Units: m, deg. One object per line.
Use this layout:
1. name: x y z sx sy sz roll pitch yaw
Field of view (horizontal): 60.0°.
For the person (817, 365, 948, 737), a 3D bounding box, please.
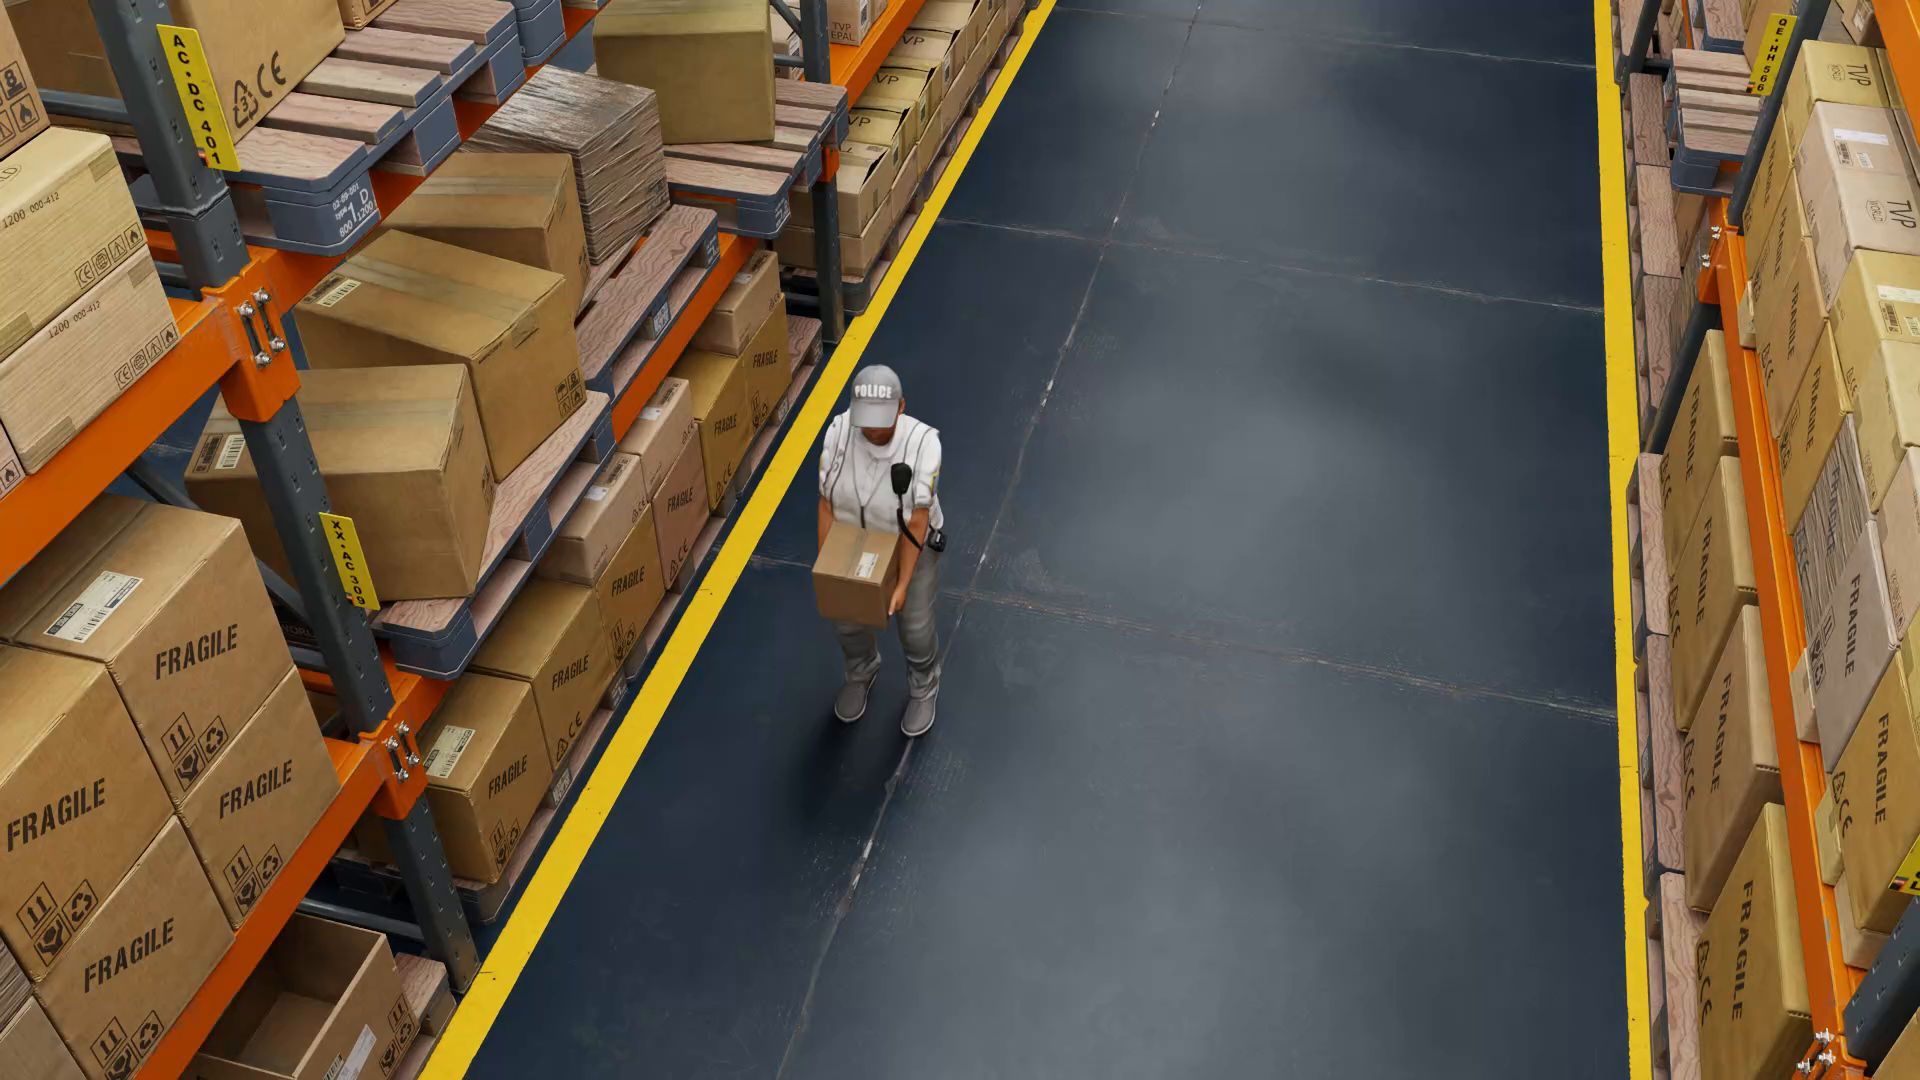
1. person: -0.294 0.070 6.088 0.452 1.660 0.560 10 42 11
